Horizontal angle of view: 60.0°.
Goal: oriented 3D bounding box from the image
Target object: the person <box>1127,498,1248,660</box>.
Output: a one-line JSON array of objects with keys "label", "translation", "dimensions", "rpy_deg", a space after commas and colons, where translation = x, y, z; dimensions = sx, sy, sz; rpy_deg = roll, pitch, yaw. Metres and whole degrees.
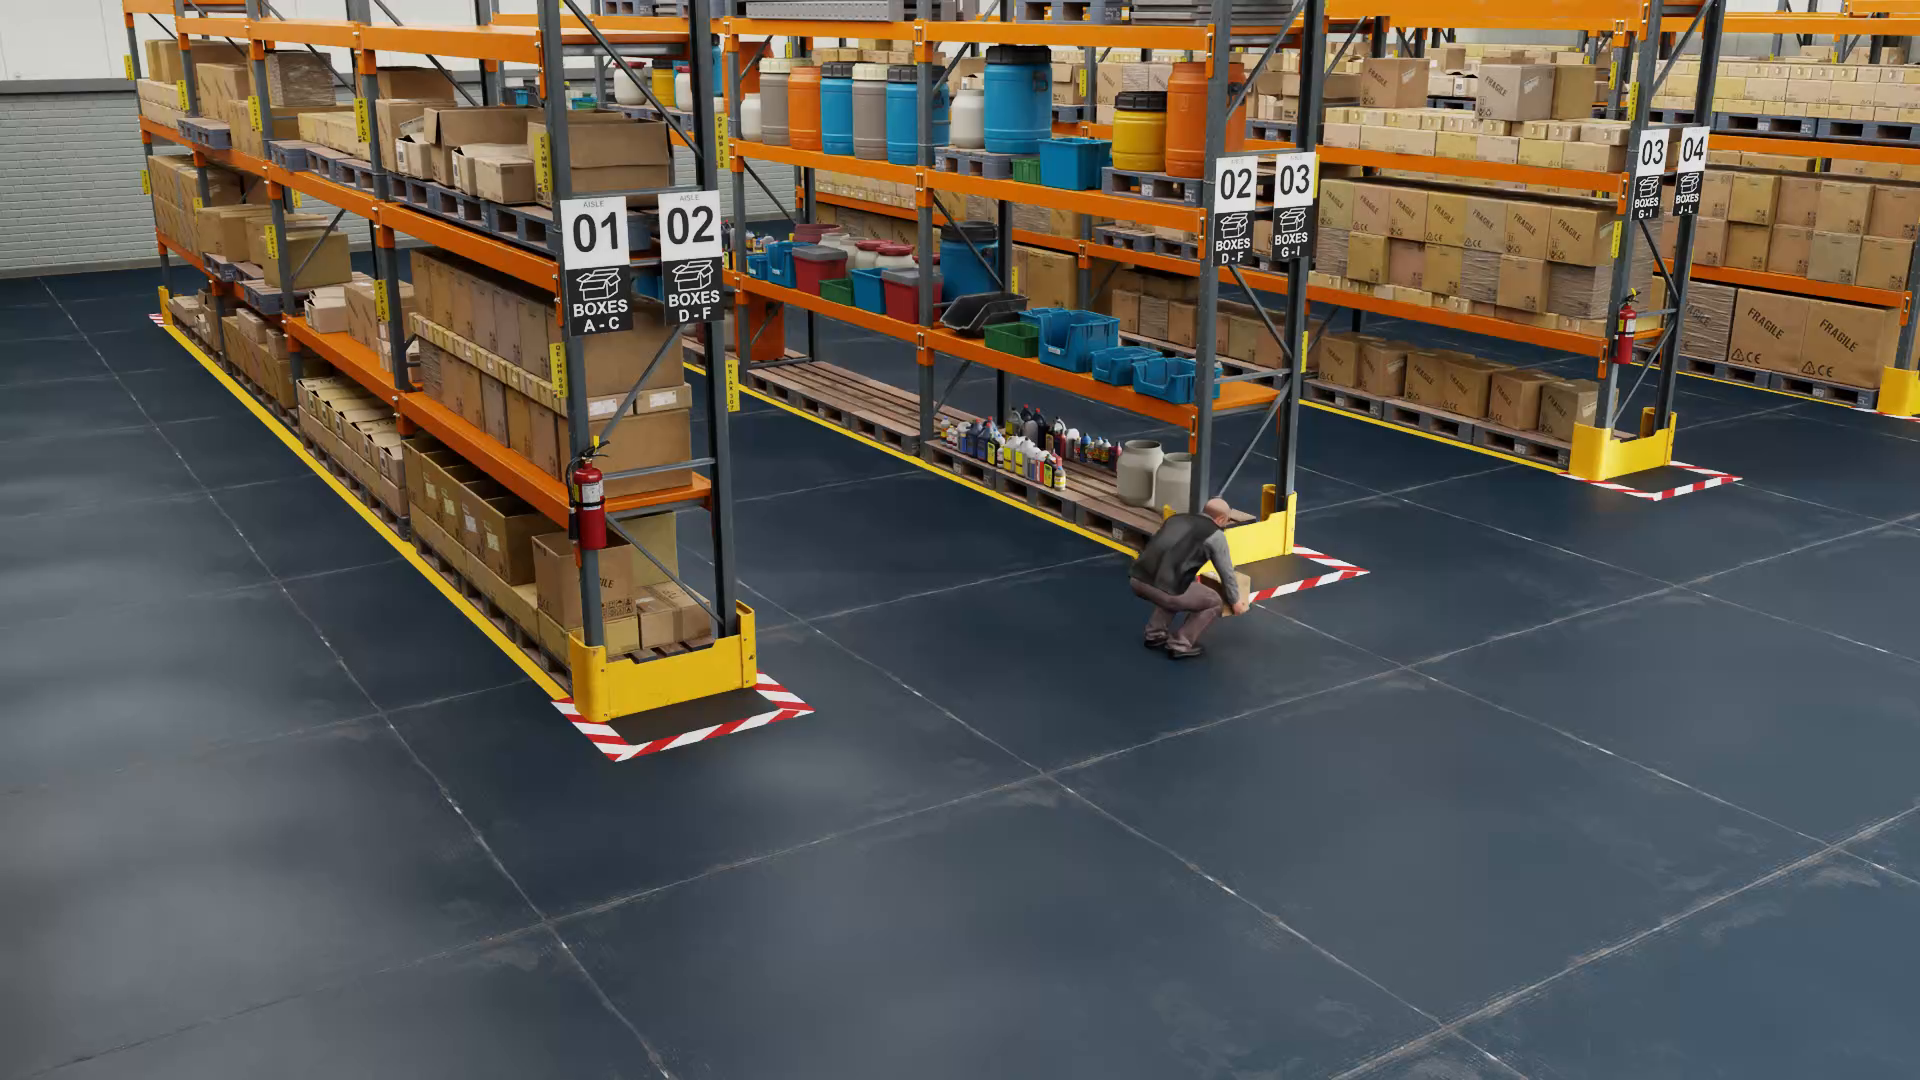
[{"label": "person", "translation": [1.548, 0.289, 11.486], "dimensions": [0.861, 0.937, 0.550], "rpy_deg": [-12, 21, -32]}]
